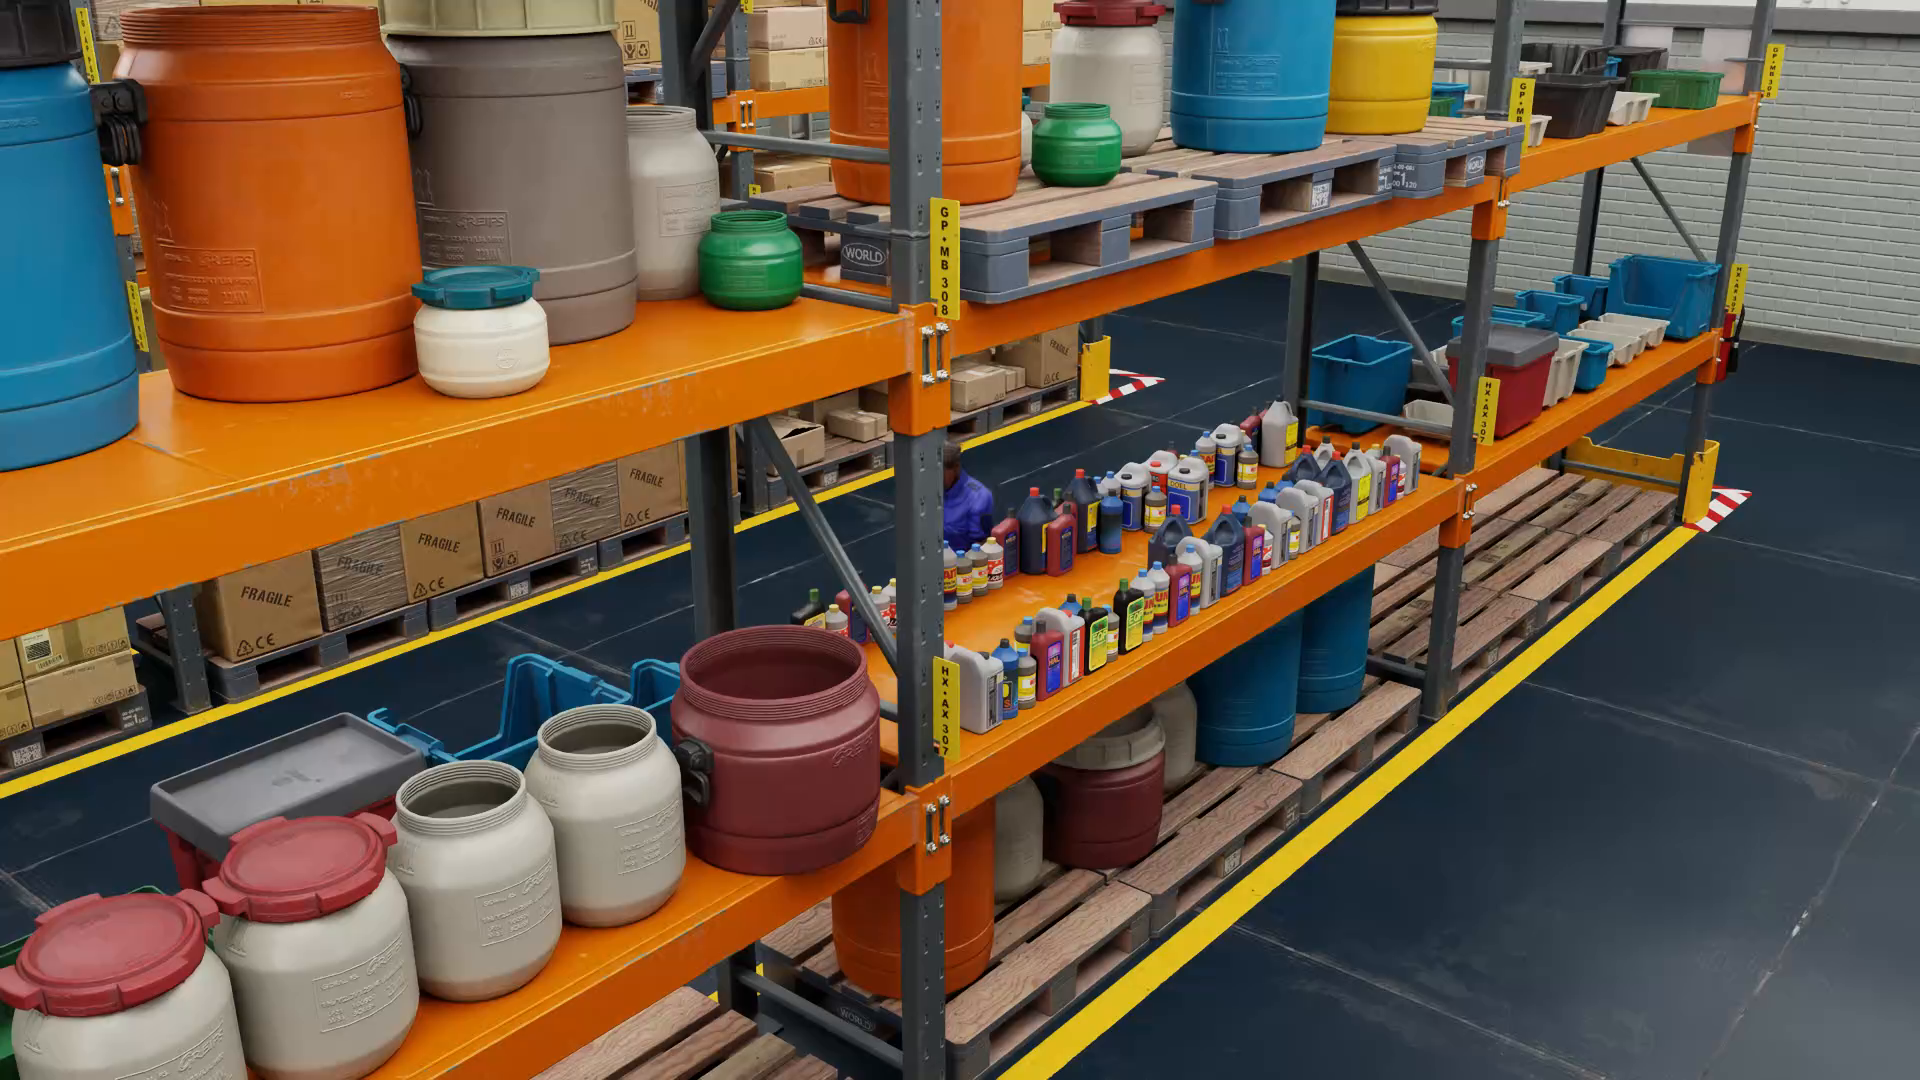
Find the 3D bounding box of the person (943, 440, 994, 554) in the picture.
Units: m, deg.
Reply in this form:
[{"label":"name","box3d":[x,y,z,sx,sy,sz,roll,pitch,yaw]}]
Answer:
[{"label":"person","box3d":[-0.029,0.252,8.024,0.465,1.588,0.411,16,26,37]}]
